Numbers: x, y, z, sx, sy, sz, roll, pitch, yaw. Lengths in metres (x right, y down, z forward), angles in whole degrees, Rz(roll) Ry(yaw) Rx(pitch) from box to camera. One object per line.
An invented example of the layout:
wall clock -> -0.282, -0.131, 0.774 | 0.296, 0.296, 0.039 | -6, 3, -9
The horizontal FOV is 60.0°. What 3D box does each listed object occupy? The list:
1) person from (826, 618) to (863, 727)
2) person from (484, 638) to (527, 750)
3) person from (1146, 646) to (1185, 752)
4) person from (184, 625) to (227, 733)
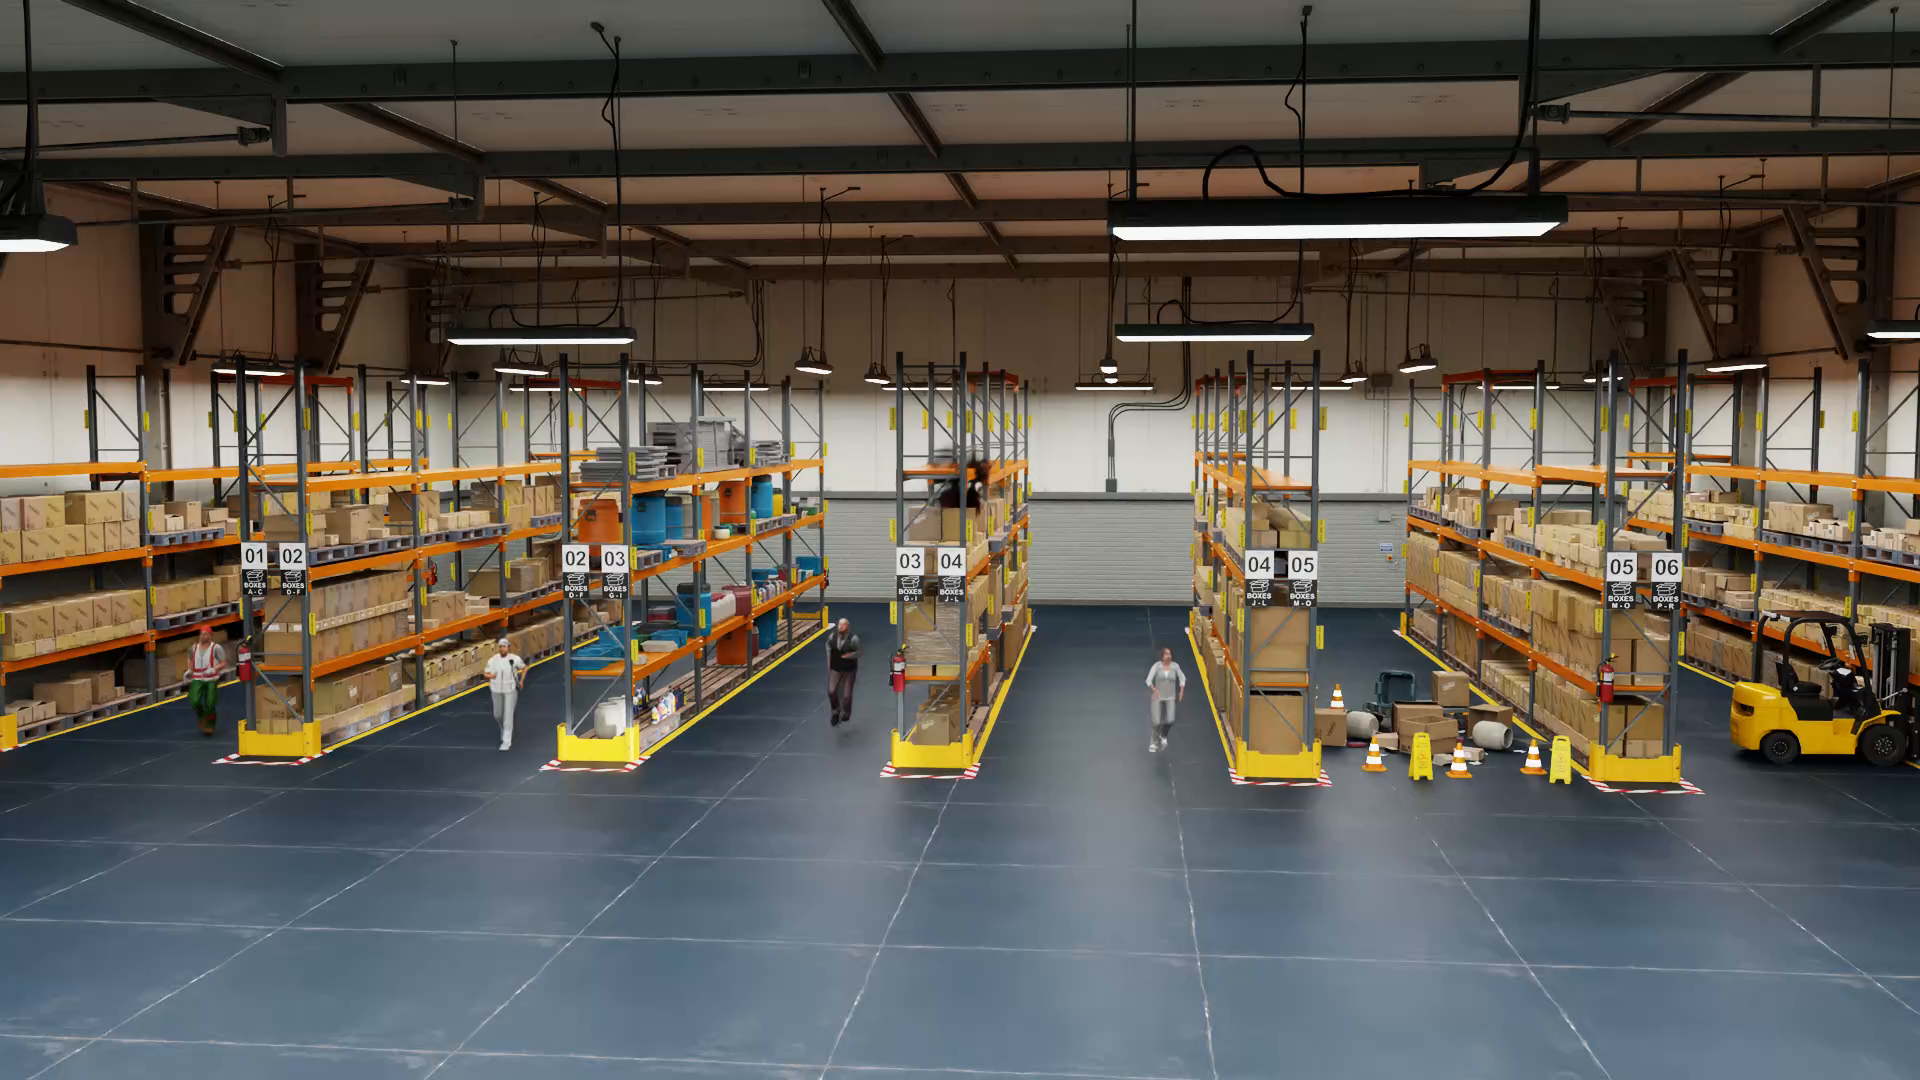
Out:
person -> -1.844, 2.091, 26.318 | 0.646, 1.716, 0.751 | 1, 4, 7
person -> -6.996, 2.336, 25.558 | 0.609, 1.639, 0.945 | 0, 4, -2
person -> 2.984, 2.317, 24.107 | 0.585, 1.558, 0.534 | 0, 4, 2
person -> -12.045, 2.237, 26.506 | 0.656, 1.738, 0.586 | -1, 4, -8
